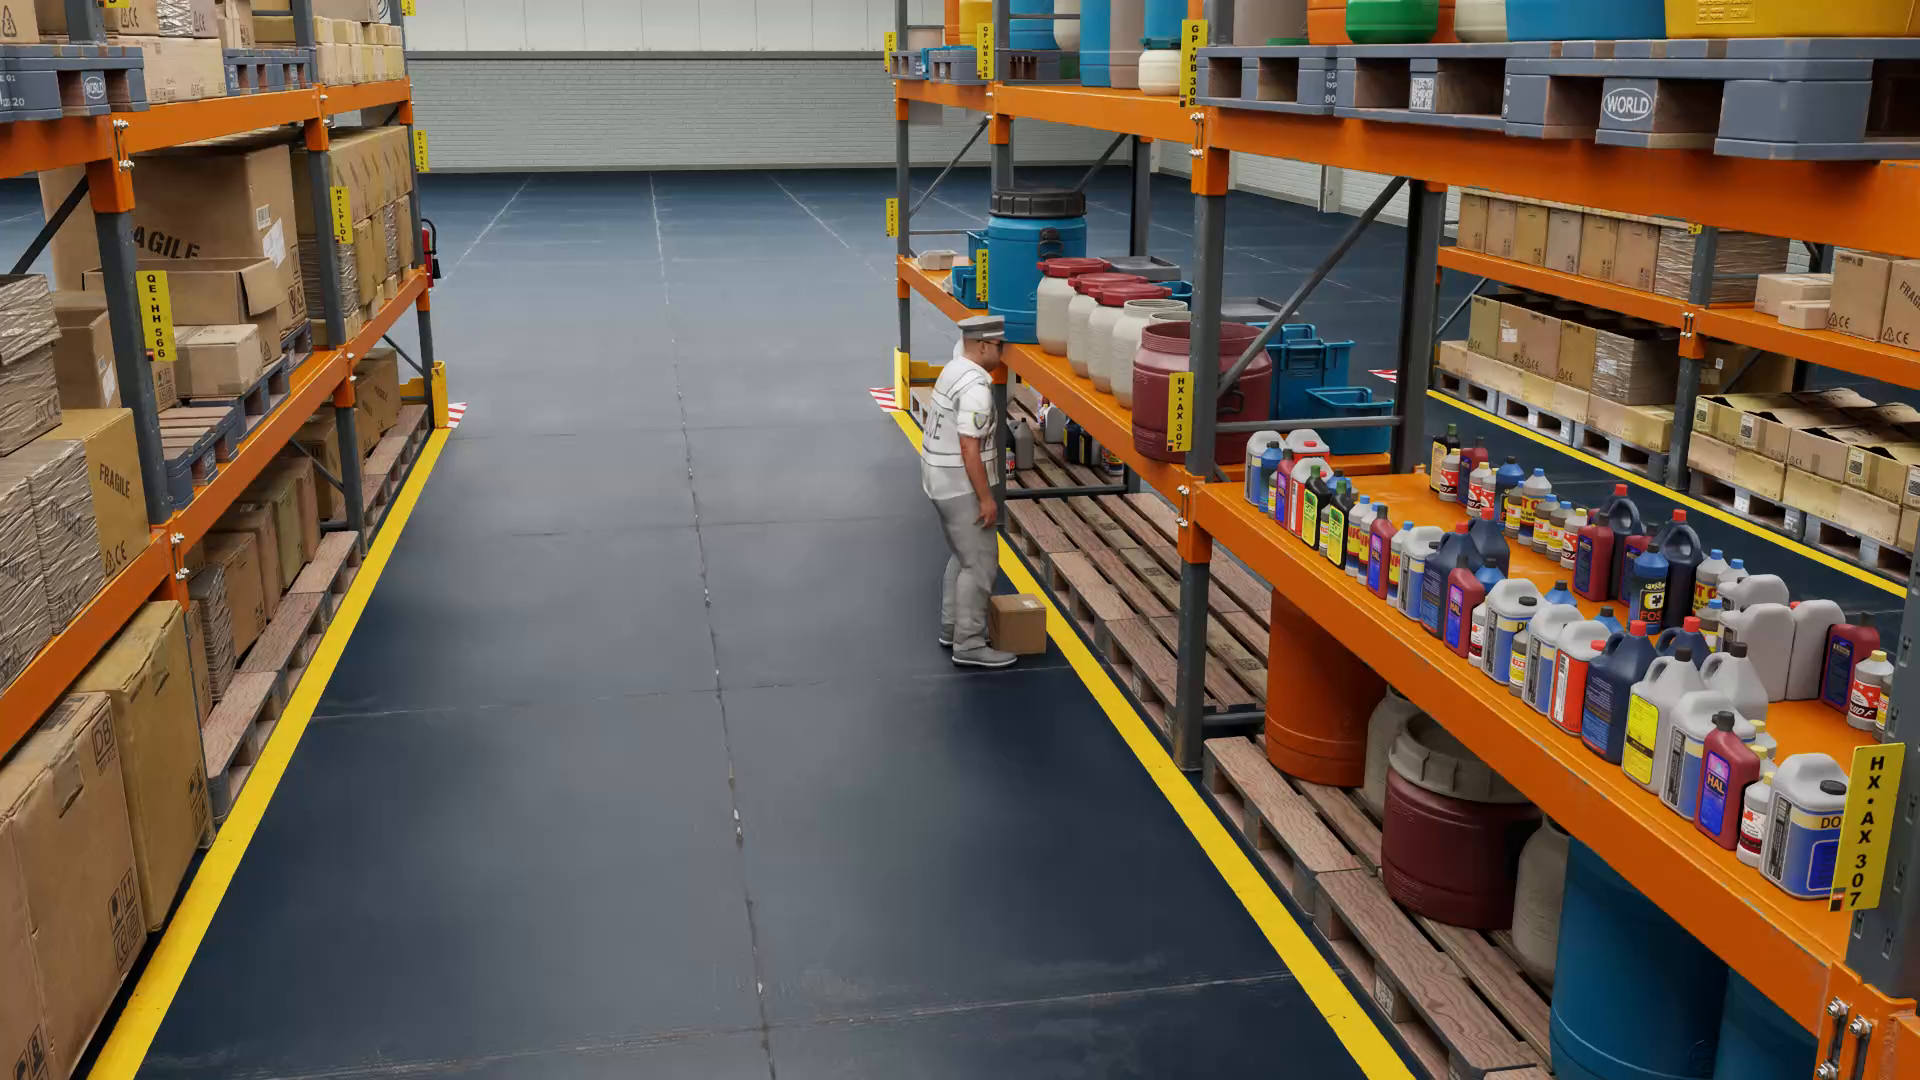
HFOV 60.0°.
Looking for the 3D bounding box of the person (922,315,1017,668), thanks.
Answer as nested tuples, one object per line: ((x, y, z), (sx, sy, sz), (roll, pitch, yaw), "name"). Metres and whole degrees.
((0.033, -0.261, 8.415), (0.432, 1.748, 0.585), (-3, 17, -11), "person")
